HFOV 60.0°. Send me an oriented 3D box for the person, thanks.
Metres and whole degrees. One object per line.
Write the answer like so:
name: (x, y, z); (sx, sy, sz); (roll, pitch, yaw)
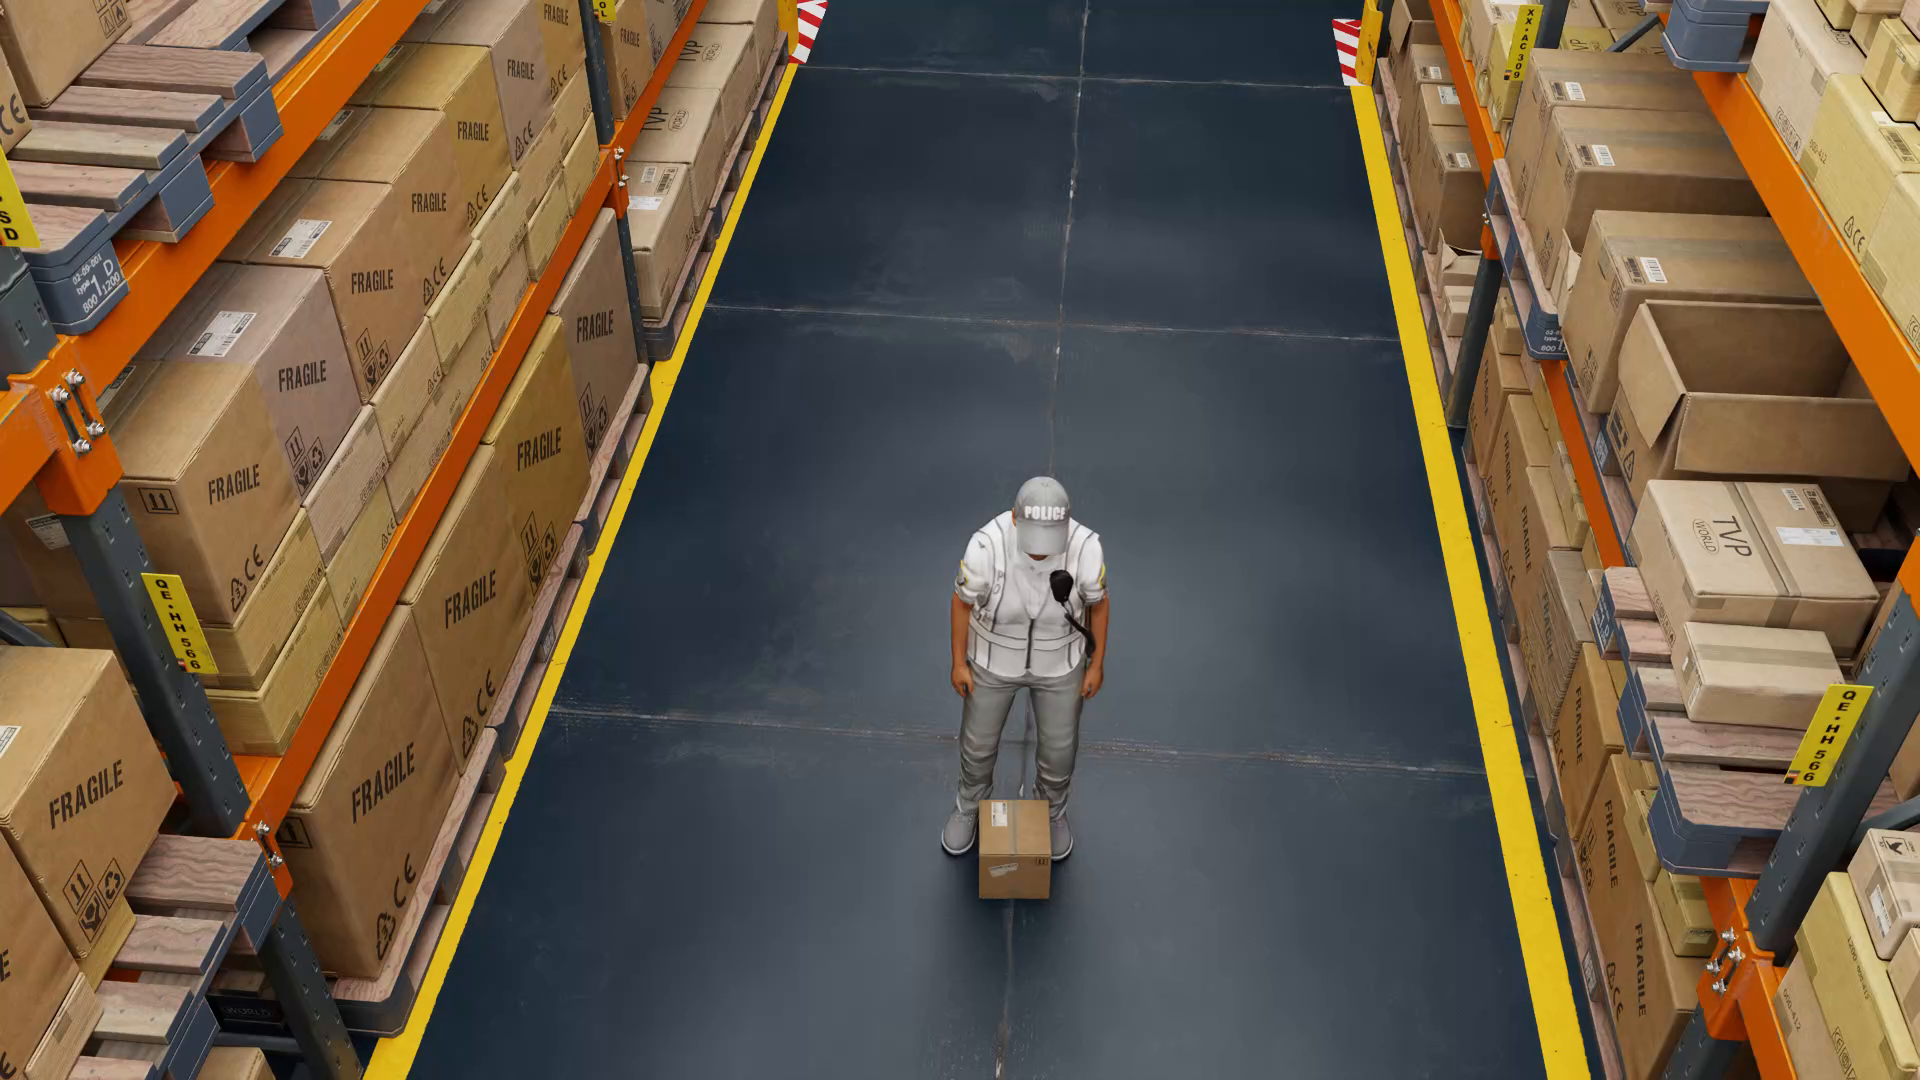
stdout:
person: (0.215, 0.427, 5.648); (0.563, 1.666, 0.470); (1, 40, 1)
